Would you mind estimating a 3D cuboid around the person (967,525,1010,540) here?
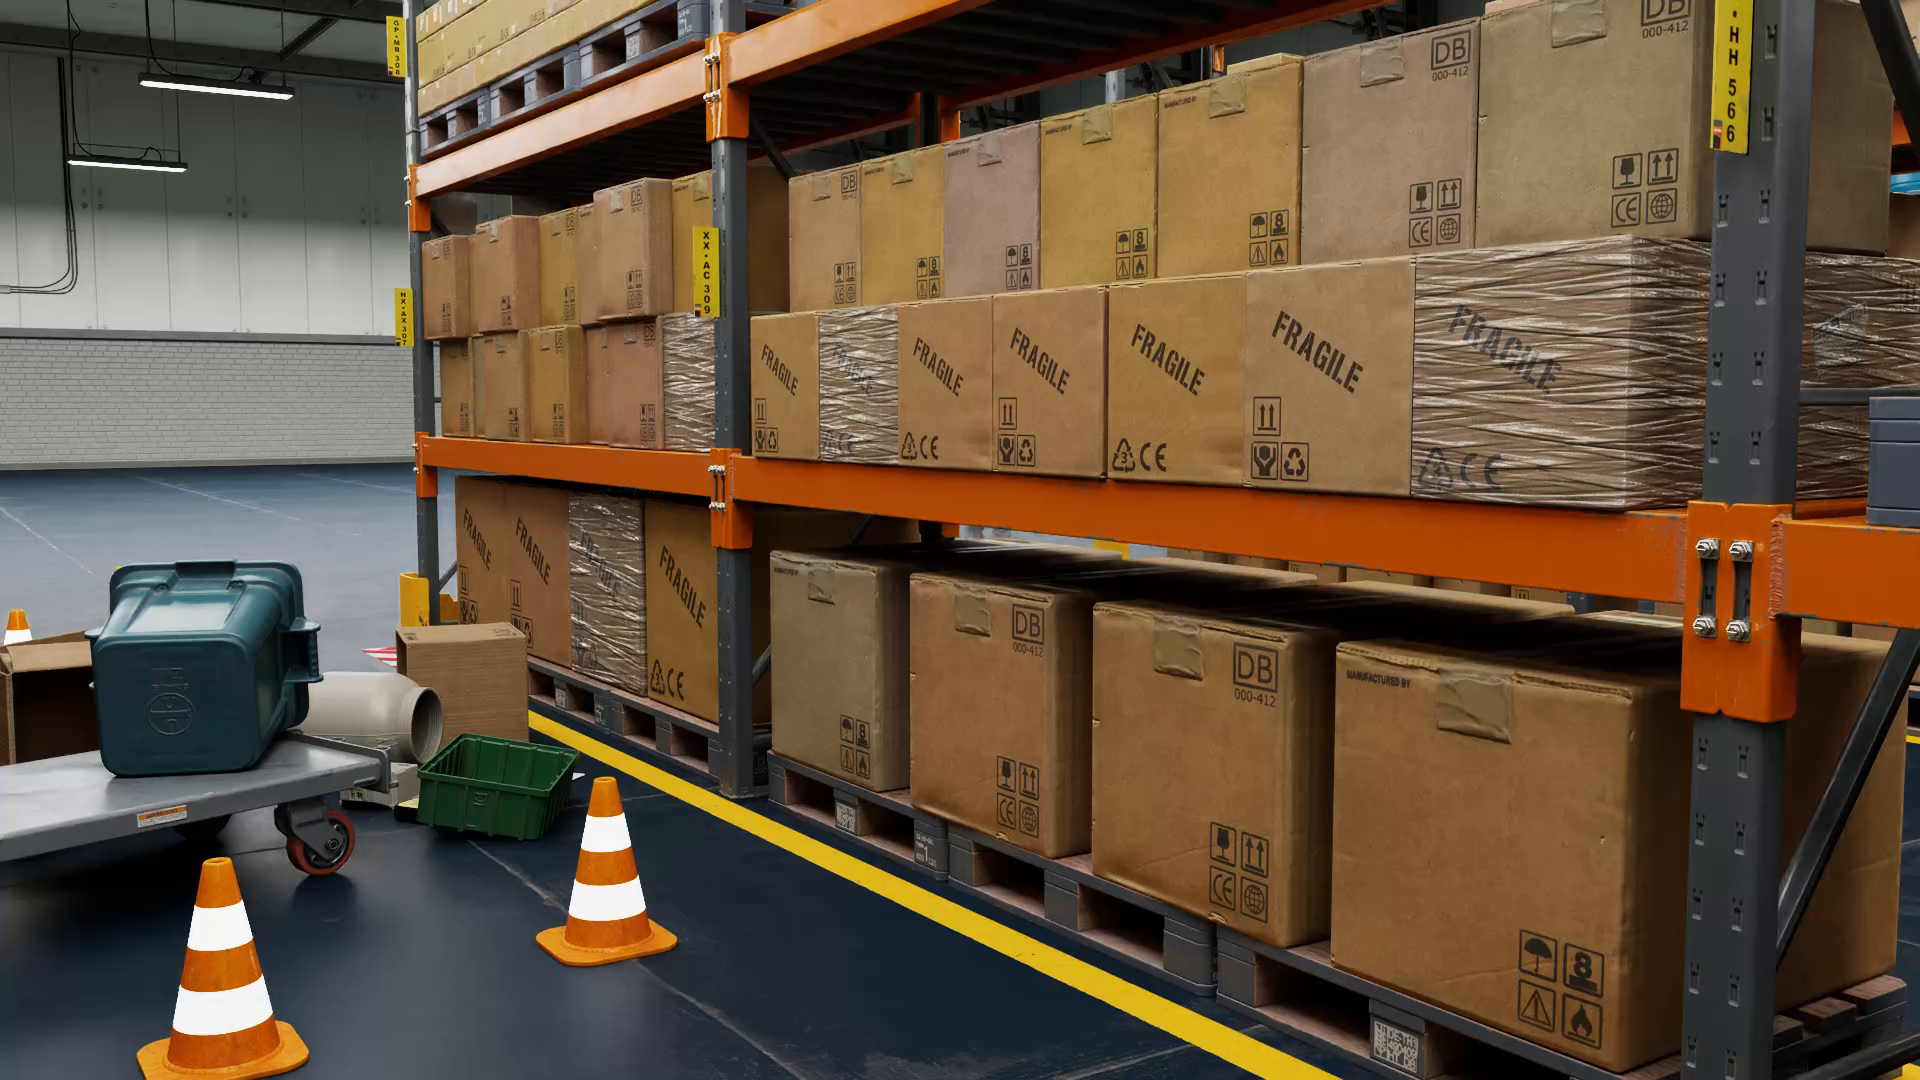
[{"bbox_3d":[0.239,-0.408,12.634,0.526,1.637,0.986,0,5,2],"label":"person"}]
